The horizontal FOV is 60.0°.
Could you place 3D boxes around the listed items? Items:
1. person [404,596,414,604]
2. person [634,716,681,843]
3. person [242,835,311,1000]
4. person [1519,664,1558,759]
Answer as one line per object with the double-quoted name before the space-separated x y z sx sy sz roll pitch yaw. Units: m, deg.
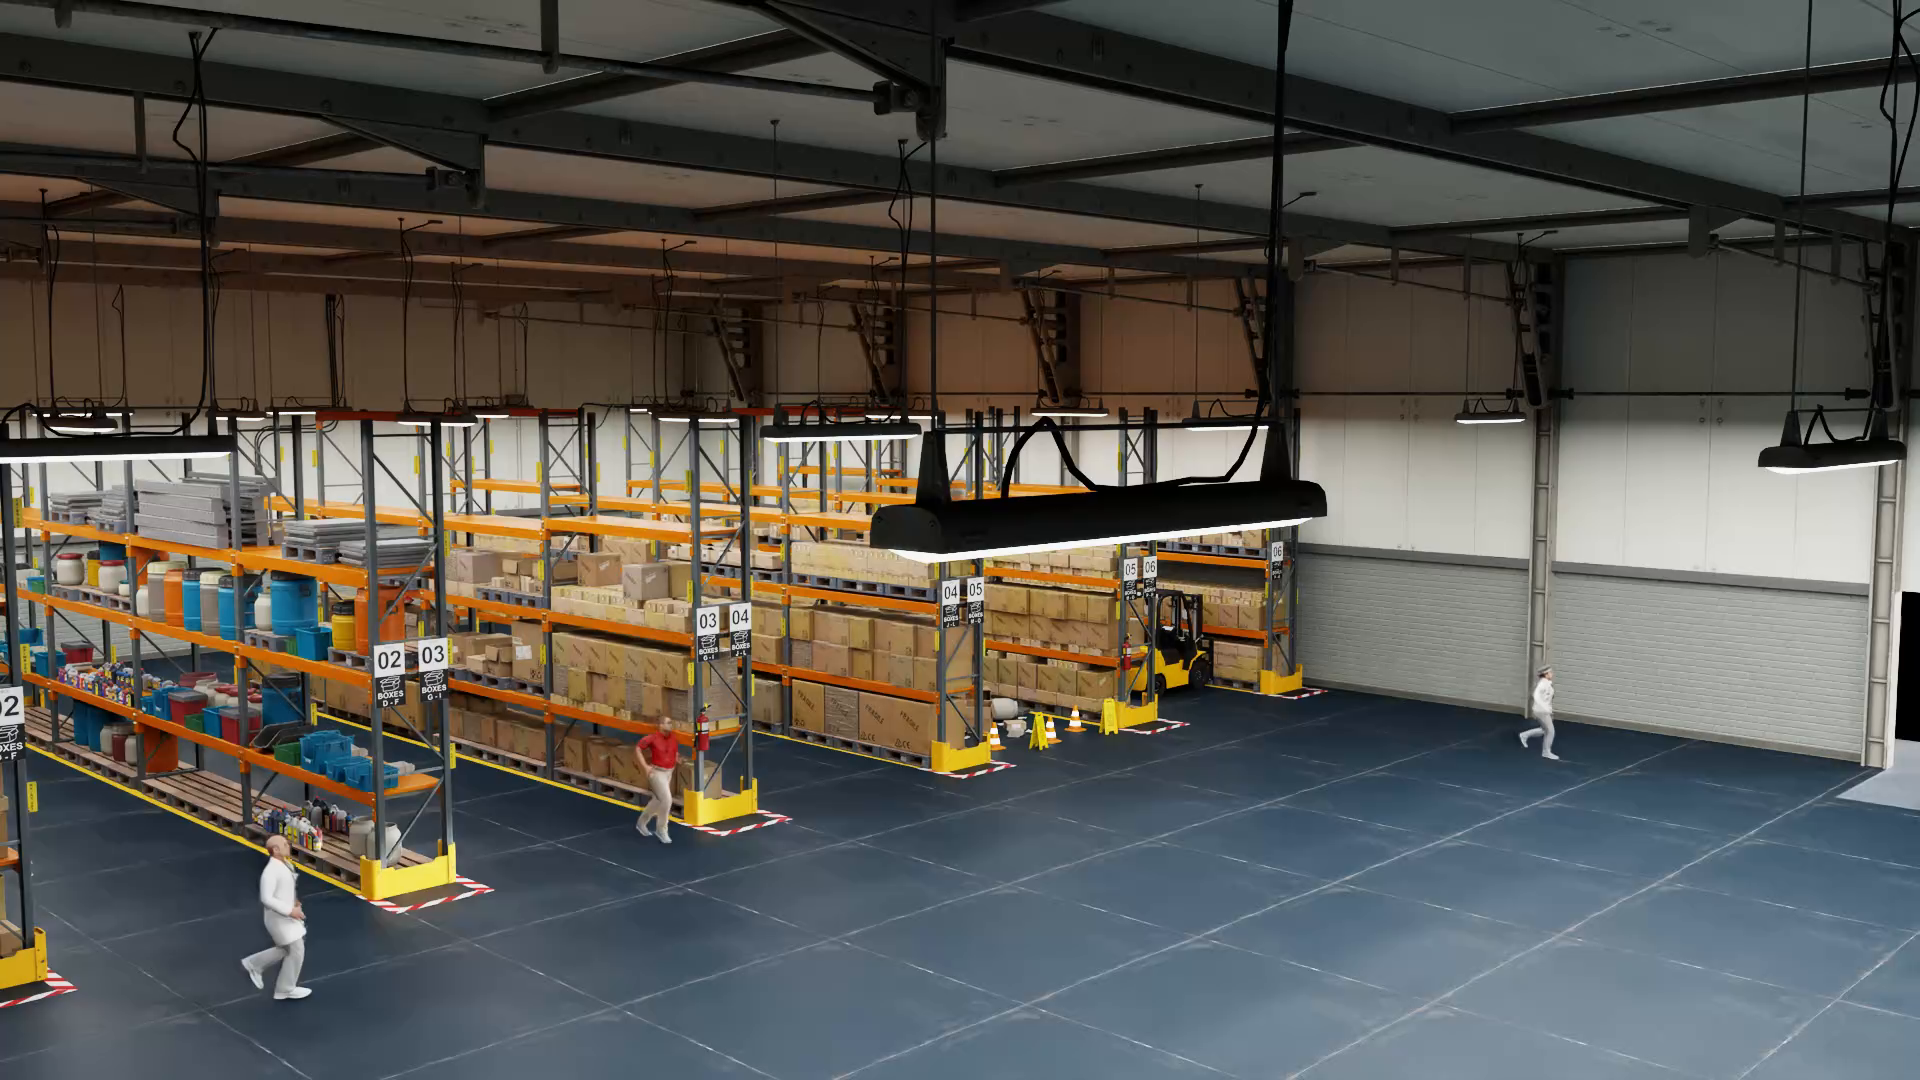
"person" -12.775 2.114 38.073 0.759 1.694 0.663 -1 5 -9
"person" -4.275 3.401 23.736 0.727 1.779 0.642 2 5 23
"person" -7.146 3.929 17.322 0.685 1.729 0.756 -1 5 -14
"person" 10.043 2.964 28.832 0.667 1.668 0.642 2 6 25
